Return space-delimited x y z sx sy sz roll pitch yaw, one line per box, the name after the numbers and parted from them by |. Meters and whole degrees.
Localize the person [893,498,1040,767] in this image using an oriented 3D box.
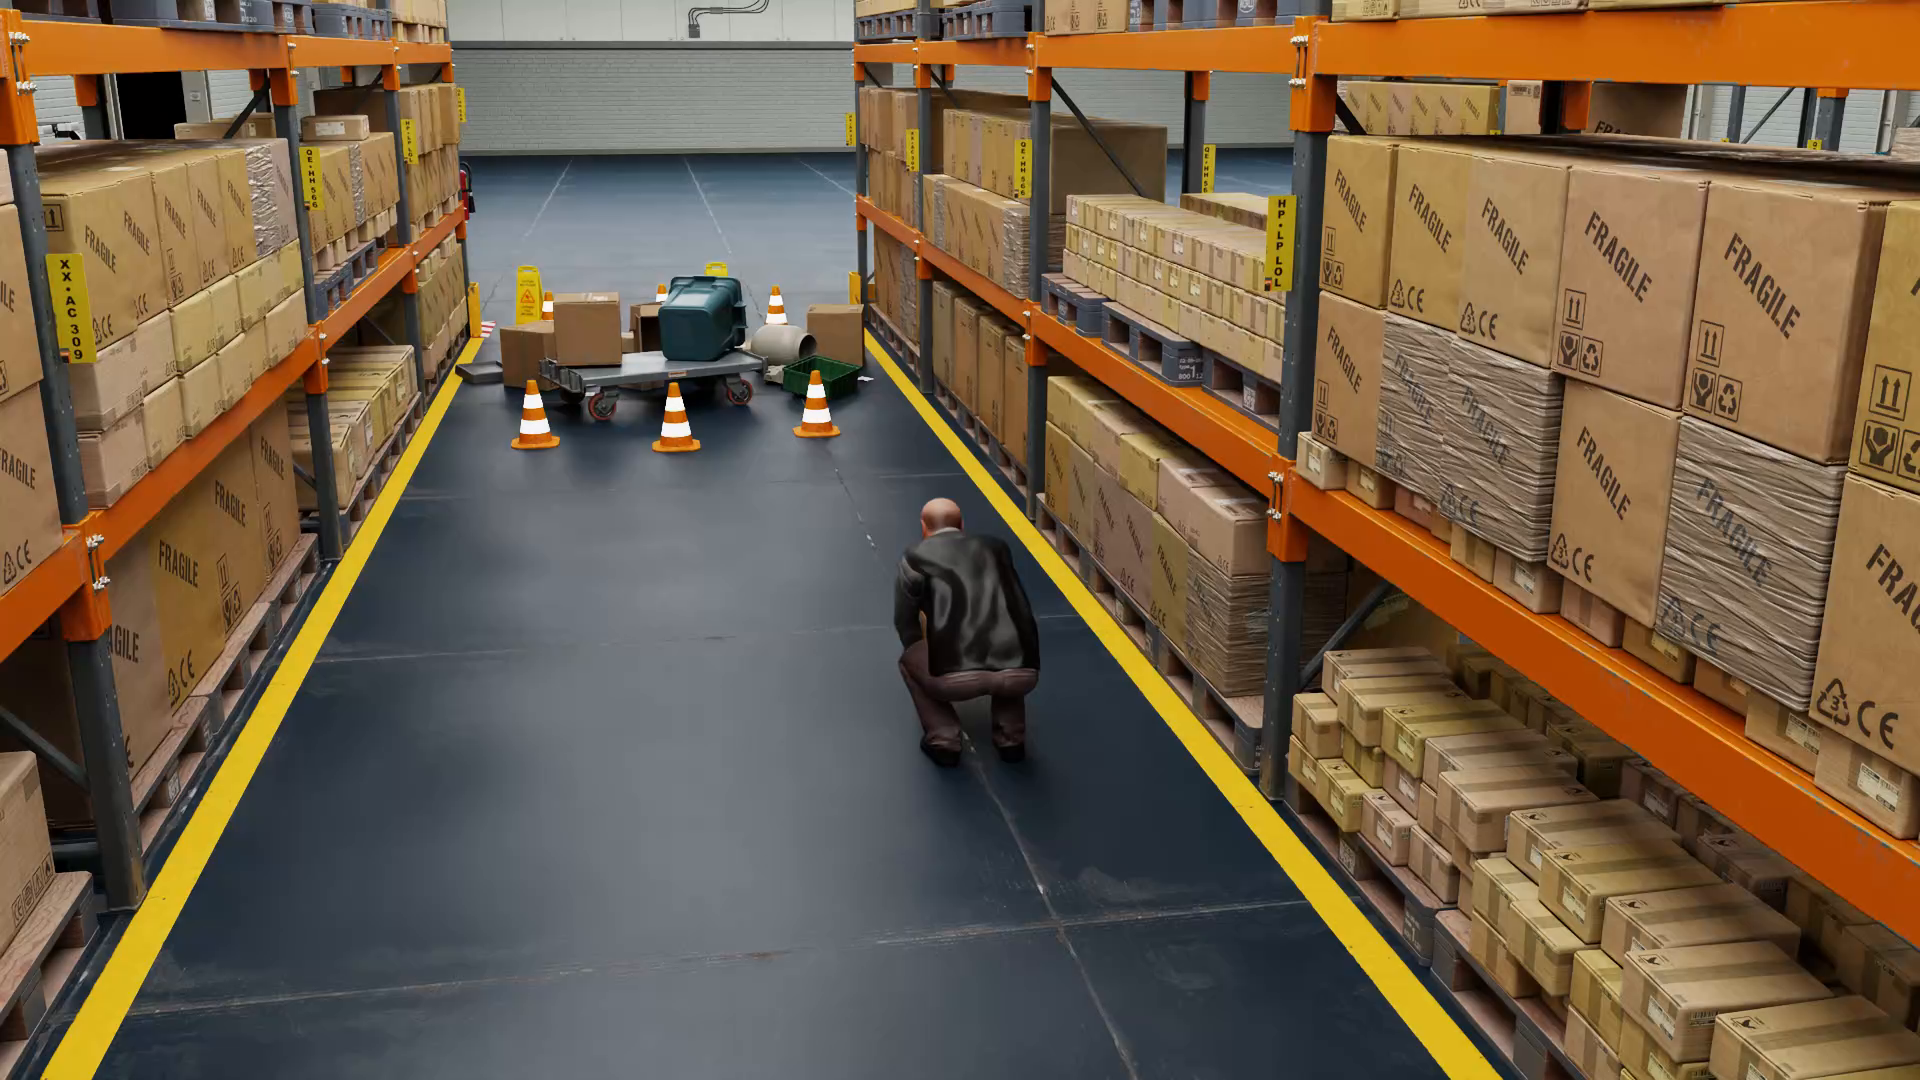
0.020 0.367 6.714 0.540 0.952 0.876 -3 17 -10 | person
